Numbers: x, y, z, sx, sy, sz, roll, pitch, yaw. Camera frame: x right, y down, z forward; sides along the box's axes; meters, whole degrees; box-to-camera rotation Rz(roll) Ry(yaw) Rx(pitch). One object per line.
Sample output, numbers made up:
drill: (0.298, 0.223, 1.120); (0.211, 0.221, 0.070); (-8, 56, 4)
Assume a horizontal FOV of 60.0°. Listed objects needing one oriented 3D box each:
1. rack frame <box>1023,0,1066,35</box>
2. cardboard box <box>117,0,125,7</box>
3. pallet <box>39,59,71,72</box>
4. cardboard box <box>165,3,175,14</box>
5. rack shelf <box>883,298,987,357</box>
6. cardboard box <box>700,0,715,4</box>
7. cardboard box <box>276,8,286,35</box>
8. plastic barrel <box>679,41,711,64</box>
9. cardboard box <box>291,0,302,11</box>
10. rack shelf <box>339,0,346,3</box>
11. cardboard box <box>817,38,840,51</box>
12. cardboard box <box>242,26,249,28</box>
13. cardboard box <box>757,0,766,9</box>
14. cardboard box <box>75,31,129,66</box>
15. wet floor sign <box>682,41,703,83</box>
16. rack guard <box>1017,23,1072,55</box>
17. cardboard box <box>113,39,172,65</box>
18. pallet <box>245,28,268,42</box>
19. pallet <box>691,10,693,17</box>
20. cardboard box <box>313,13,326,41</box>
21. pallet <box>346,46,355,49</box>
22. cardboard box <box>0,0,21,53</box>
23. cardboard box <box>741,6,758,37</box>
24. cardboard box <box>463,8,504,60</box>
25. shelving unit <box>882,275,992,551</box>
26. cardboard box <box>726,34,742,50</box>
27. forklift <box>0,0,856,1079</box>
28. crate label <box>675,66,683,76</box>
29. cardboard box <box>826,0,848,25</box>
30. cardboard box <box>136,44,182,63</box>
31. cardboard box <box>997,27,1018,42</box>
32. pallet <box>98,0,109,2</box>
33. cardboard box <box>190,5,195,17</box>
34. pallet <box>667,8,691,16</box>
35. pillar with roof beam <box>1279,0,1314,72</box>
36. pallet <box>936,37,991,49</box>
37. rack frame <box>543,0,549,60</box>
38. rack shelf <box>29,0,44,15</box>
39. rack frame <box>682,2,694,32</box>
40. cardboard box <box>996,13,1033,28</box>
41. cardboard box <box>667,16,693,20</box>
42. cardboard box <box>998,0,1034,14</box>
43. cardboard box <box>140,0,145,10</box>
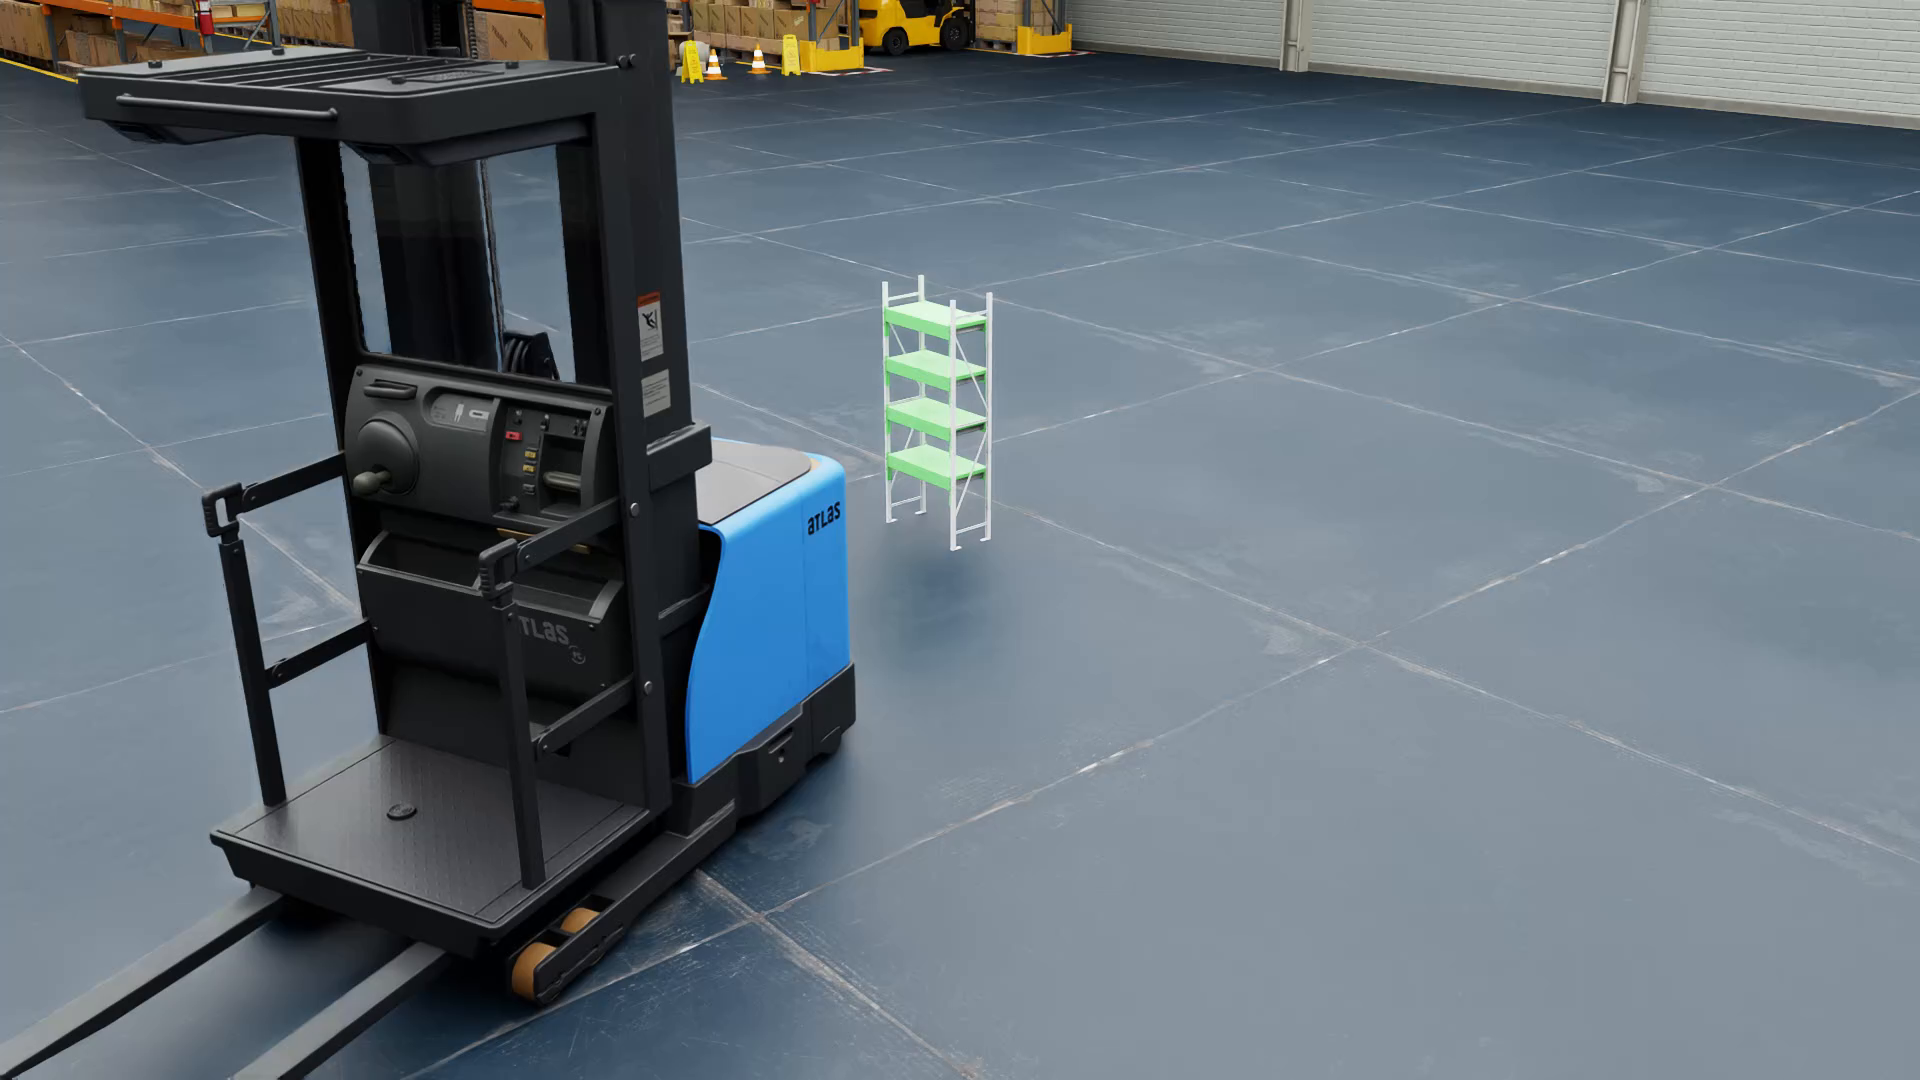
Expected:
rack frame: (1.599, -10.721, 31.243); (1.000, 3.000, 0.127); (-17, 27, -37)
cardboard box: (-12.212, -7.964, 24.549); (0.380, 0.149, 0.250); (-17, 27, -37)
pallet: (-15.346, -8.327, 28.954); (1.003, 0.211, 1.213); (-17, 27, -37)
cardboard box: (-10.837, -7.433, 23.193); (0.380, 0.149, 0.250); (-17, 27, -37)
rack shelf: (-0.108, -0.992, 7.730); (0.258, 0.148, 0.480); (-17, 27, -37)
cardboard box: (-4.553, -9.934, 30.510); (0.380, 0.149, 0.250); (-17, 27, -37)
cardboard box: (-13.395, -10.412, 33.305); (0.500, 0.500, 0.500); (-16, 27, -35)
plastic barrel: (-4.654, -8.549, 29.230); (0.512, 0.421, 0.421); (0, 21, -1)
cardboard box: (-12.715, -10.472, 32.432); (0.500, 0.250, 0.500); (-16, 27, -35)
rack shelf: (-9.759, -9.655, 29.507); (1.077, 0.370, 4.000); (-17, 27, -37)
cardboard box: (-2.476, -8.742, 29.385); (0.500, 0.250, 0.500); (-18, 28, -38)
cardboard box: (-14.866, -10.828, 34.851); (0.380, 0.149, 0.250); (-18, 27, -38)
cardboard box: (-3.332, -9.419, 29.197); (0.380, 0.149, 0.250); (-17, 27, -37)
cardboard box: (-14.064, -8.100, 27.375); (0.500, 0.500, 0.700); (20, 29, 41)
wet floor sign: (-4.324, -7.699, 26.756); (0.232, 0.644, 0.267); (17, 27, 36)
rack guard: (1.615, -9.550, 31.682); (1.175, 0.500, 0.348); (-17, 27, -37)
cardboard box: (-12.662, -7.500, 25.843); (0.500, 0.500, 0.700); (20, 29, 41)
pallet: (-14.141, -10.526, 34.569); (1.003, 0.211, 1.213); (-17, 27, -37)
pallet: (-5.674, -12.522, 39.665); (1.003, 0.211, 1.213); (-17, 27, -37)
cardboard box: (-12.029, -9.838, 31.840); (0.500, 0.500, 0.500); (-16, 27, -35)
pallet: (-10.607, -9.008, 30.693); (1.003, 0.211, 1.213); (-17, 27, -37)
cardboard box: (-16.483, -9.282, 29.907); (1.225, 0.875, 0.875); (-19, 28, -39)
cardboard box: (-3.547, -9.246, 29.644); (0.500, 0.500, 0.500); (-18, 28, -39)
cardboard box: (-7.505, -8.205, 27.156); (0.875, 0.875, 0.875); (-17, 27, -37)
shelving unit: (-0.108, -0.604, 7.882); (0.258, 1.200, 0.503); (-17, 27, -37)
cardboard box: (-3.884, -9.040, 30.147); (0.500, 0.250, 0.500); (-18, 28, -38)
forklift: (-1.495, -0.249, 4.600); (1.130, 2.935, 3.031); (10, 24, 25)
crate label: (-4.596, -7.861, 27.867); (0.298, 0.136, 0.250); (7, 23, 18)
cardboard box: (-2.354, -11.481, 35.863); (0.875, 0.625, 0.625); (-19, 28, -40)
cardboard box: (-12.047, -7.196, 25.094); (0.500, 0.500, 0.500); (-18, 28, -39)
cardboard box: (1.053, -9.691, 31.807); (0.500, 0.250, 0.500); (-17, 27, -37)
pallet: (-12.666, -8.441, 25.684); (1.003, 0.211, 1.213); (-17, 27, -37)
cardboard box: (-10.172, -7.161, 22.498); (0.380, 0.149, 0.250); (-17, 27, -37)
pallet: (-6.682, -12.928, 40.701); (1.003, 0.211, 1.213); (-17, 27, -37)
pillar with roof beam: (2.482, -11.239, 24.339); (9.100, 9.000, 0.400); (-17, 27, -37)
pallet: (0.276, -9.961, 33.125); (1.003, 0.211, 1.213); (-17, 27, -37)
rack frame: (-5.843, -8.332, 25.143); (1.000, 3.000, 0.127); (-17, 27, -37)
rack shelf: (-16.194, -9.607, 29.385); (1.077, 0.370, 4.000); (-17, 27, -37)
rack frame: (-4.770, -10.643, 31.045); (1.000, 3.000, 0.127); (-17, 27, -37)
cardboard box: (1.044, -9.929, 31.730); (0.500, 0.250, 0.500); (-18, 28, -38)
cardboard box: (-5.586, -9.957, 32.321); (0.950, 0.372, 0.625); (-15, 26, -34)
cardboard box: (1.062, -10.155, 31.621); (0.500, 0.250, 0.500); (-16, 27, -36)
cardboard box: (-11.530, -7.697, 23.866); (0.380, 0.149, 0.250); (-17, 27, -37)
